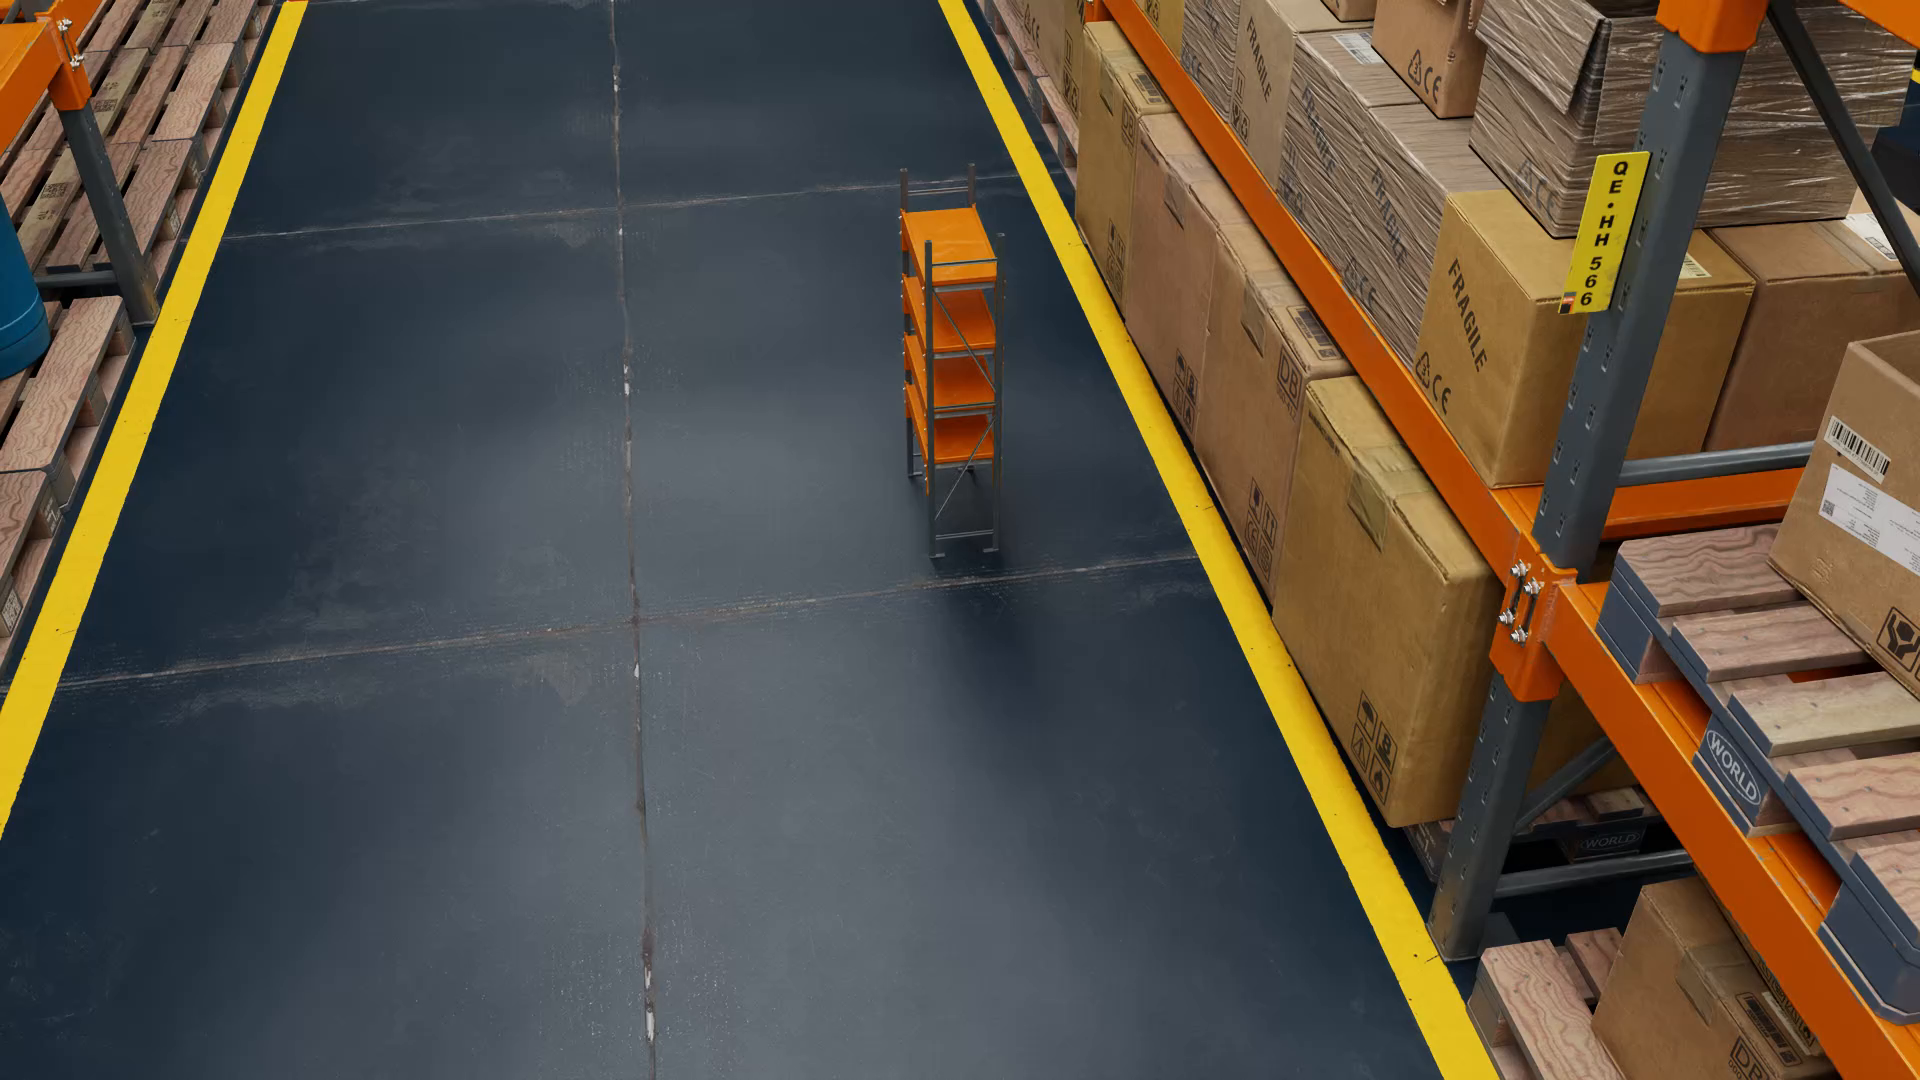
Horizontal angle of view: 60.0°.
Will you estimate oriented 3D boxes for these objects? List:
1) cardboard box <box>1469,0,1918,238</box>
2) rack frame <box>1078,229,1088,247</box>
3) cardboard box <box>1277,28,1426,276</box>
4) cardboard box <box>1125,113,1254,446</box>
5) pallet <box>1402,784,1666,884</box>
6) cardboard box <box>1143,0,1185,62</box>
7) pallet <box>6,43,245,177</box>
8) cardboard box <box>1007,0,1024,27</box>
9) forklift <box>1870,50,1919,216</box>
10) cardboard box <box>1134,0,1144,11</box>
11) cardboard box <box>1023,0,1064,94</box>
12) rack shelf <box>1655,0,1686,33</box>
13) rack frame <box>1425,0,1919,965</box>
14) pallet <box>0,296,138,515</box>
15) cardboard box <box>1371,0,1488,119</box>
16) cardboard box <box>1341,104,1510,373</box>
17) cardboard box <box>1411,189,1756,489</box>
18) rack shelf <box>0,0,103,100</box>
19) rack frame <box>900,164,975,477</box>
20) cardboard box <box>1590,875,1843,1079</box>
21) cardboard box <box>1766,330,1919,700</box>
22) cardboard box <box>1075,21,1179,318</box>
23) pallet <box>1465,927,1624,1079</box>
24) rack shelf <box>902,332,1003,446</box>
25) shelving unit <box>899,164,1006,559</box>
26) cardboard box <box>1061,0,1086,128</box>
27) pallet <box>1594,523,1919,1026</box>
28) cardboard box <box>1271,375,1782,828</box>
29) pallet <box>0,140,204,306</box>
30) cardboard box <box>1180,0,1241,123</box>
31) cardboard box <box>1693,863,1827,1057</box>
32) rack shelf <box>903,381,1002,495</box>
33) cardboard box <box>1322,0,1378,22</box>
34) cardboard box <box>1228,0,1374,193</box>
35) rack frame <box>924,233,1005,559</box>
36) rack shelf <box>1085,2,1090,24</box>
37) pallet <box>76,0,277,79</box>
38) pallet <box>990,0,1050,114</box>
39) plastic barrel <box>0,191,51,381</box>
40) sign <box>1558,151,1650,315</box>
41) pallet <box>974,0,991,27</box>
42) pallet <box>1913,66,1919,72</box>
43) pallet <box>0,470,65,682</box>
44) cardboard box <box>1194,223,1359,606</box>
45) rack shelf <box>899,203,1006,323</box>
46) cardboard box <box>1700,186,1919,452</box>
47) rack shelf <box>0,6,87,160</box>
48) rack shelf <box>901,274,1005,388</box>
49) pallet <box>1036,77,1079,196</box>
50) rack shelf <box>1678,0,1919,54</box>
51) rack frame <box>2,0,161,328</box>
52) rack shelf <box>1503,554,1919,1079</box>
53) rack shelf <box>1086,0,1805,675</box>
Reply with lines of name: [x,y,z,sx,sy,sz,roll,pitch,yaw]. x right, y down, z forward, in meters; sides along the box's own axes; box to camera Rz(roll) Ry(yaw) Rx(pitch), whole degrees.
cardboard box: [1.628,-1.049,3.756,0.797,0.503,0.637,-5,38,-6]
rack frame: [1.039,-2.586,6.634,1.000,3.000,0.127,-6,38,-8]
cardboard box: [1.234,-1.096,4.635,0.500,0.500,0.500,-7,38,-9]
cardboard box: [1.328,-0.989,5.968,1.225,0.875,0.875,-7,38,-10]
pallet: [1.676,0.447,5.003,1.003,0.211,1.213,-6,38,-8]
cardboard box: [0.962,-2.017,5.820,0.500,0.500,0.500,-6,38,-8]
pallet: [-4.222,-2.131,8.321,1.003,0.211,1.213,-6,38,-8]
cardboard box: [0.688,-3.401,9.073,0.875,0.875,0.875,-6,38,-8]
forklift: [3.719,-2.512,6.595,1.130,2.935,3.031,-14,40,-17]
cardboard box: [0.873,-2.321,6.211,0.500,0.500,0.500,-6,38,-8]
cardboard box: [0.844,-2.864,8.381,0.875,0.875,0.875,-6,38,-8]
rack shelf: [1.389,-2.279,4.380,1.077,0.370,4.000,-6,38,-8]
rack frame: [1.740,-0.170,3.524,1.000,3.000,0.127,-6,38,-8]
pallet: [-3.743,-0.482,6.198,1.003,0.211,1.213,-6,38,-8]
cardboard box: [1.516,-1.443,4.263,0.797,0.503,0.637,-5,38,-7]
cardboard box: [1.328,-0.783,4.231,0.500,0.500,0.500,-7,38,-8]
cardboard box: [1.410,-0.481,3.843,0.500,0.500,0.500,-5,38,-7]
rack shelf: [-4.188,-2.977,7.724,1.077,0.370,4.000,-6,38,-8]
rack frame: [-0.072,-0.721,5.700,0.240,1.200,0.015,-6,38,-8]
cardboard box: [1.877,1.046,3.638,0.700,0.500,0.500,-8,39,-10]
cardboard box: [1.874,-0.054,2.950,0.500,0.500,0.500,-11,39,-14]
cardboard box: [1.171,-1.529,6.662,1.225,0.875,0.875,-6,38,-8]
pallet: [1.876,1.403,3.772,1.003,0.211,1.213,-6,38,-8]
rack shelf: [-0.029,-0.521,5.552,0.258,0.148,0.480,-6,38,-8]
shelving unit: [-0.029,-0.574,5.511,0.258,1.200,0.503,-6,38,-8]
cardboard box: [1.002,-2.320,7.681,0.875,0.875,0.875,-6,38,-8]
pallet: [1.970,0.324,3.044,1.213,0.211,1.003,-6,38,-8]
cardboard box: [1.640,0.084,4.587,1.225,0.875,0.875,-8,39,-10]
pallet: [-4.005,-1.392,7.370,1.003,0.211,1.213,-6,38,-8]
cardboard box: [1.050,-1.715,5.431,0.500,0.500,0.500,-7,38,-9]
cardboard box: [1.887,0.748,3.409,0.500,0.250,0.500,-5,38,-6]
rack shelf: [-0.029,-0.364,5.674,0.258,0.148,0.480,-6,38,-8]
cardboard box: [1.392,-1.848,4.784,0.797,0.503,0.637,-5,38,-6]
cardboard box: [1.145,-1.404,5.030,0.500,0.500,0.500,-6,38,-7]
rack frame: [0.014,-0.426,5.321,0.240,1.200,0.015,-6,38,-8]
rack shelf: [0.688,-3.510,8.410,1.077,0.370,4.000,-6,38,-8]
pallet: [-4.432,-2.866,9.267,1.003,0.211,1.213,-6,38,-8]
pallet: [0.765,-2.691,9.042,1.003,0.211,1.213,-6,38,-8]
plastic barrel: [-3.759,-1.060,6.038,0.600,0.901,0.708,-6,38,-8]
sign: [1.194,-0.566,3.090,0.100,0.325,0.005,-6,38,-8]
pallet: [0.555,-3.427,9.989,1.003,0.211,1.213,-6,38,-8]
pallet: [5.787,-2.359,8.615,1.003,0.211,1.213,-6,38,-8]
pallet: [-3.526,0.257,5.248,1.003,0.211,1.213,-6,38,-8]
cardboard box: [1.491,-0.455,5.281,1.225,0.875,0.875,-6,38,-8]
rack shelf: [-0.029,-0.884,5.270,0.258,0.148,0.480,-6,38,-8]
cardboard box: [1.923,-0.533,3.909,0.500,0.500,0.500,-5,38,-7]
rack shelf: [-3.487,-0.561,4.614,1.077,0.370,4.000,-6,38,-8]
rack shelf: [-0.029,-0.697,5.415,0.258,0.148,0.480,-6,38,-8]
pallet: [0.982,-1.953,8.092,1.003,0.211,1.213,-6,38,-8]
rack shelf: [2.091,0.137,1.270,1.077,0.370,4.000,-6,38,-8]
rack frame: [-3.838,-2.054,5.948,1.000,3.000,0.127,-6,38,-8]
rack shelf: [2.091,1.322,2.190,1.077,0.370,4.000,-6,38,-8]
rack shelf: [1.389,-1.094,5.300,1.077,0.370,4.000,-6,38,-8]
